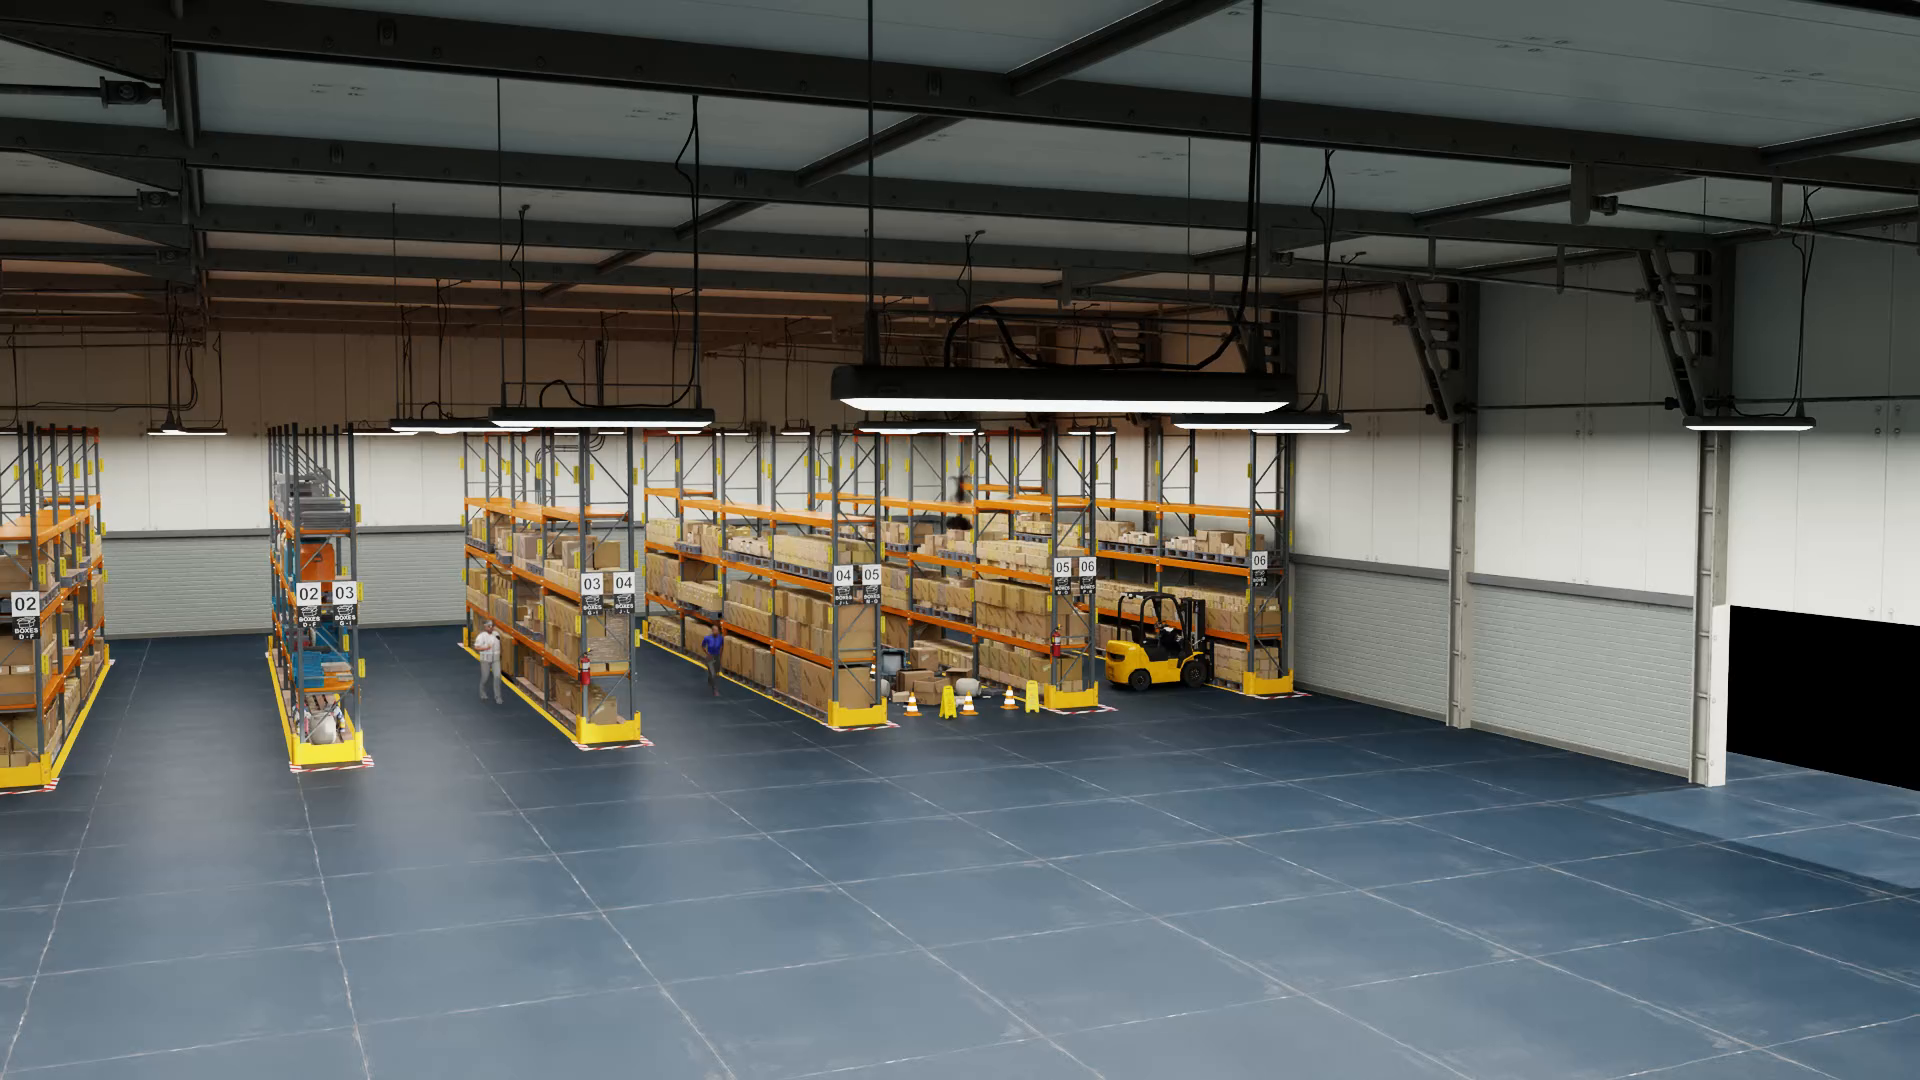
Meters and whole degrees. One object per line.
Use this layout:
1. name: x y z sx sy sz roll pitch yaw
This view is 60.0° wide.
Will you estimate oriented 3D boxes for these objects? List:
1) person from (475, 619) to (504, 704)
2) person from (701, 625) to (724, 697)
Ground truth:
1. person: -10.198 2.614 36.066 0.653 1.809 0.908 -2 4 -34
2. person: -5.547 2.673 37.162 0.548 1.605 0.775 -2 4 -23
